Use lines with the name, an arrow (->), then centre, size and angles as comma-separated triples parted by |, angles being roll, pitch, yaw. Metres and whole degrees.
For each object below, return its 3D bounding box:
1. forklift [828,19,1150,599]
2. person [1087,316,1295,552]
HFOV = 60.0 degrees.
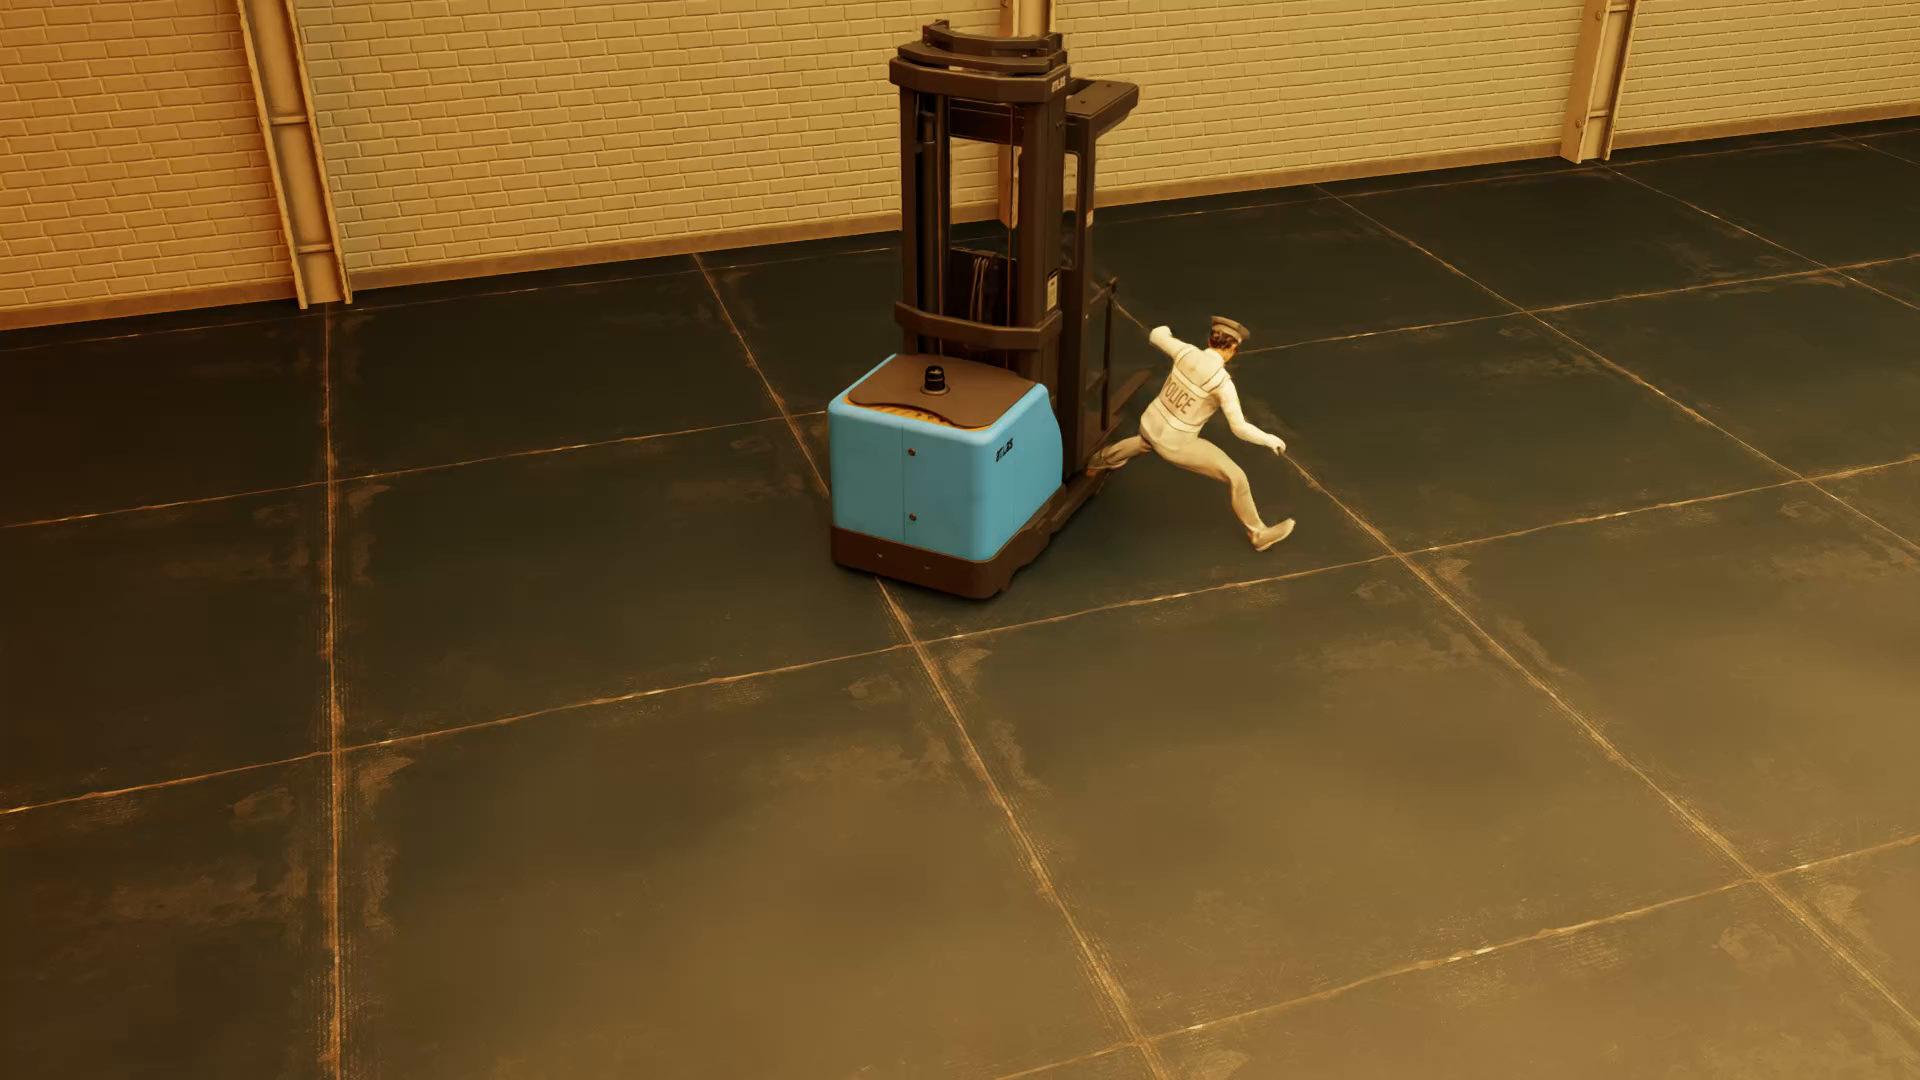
forklift -> 0.356, -1.651, 9.956 | 1.130, 2.935, 3.031 | 14, 33, 23
person -> 1.387, -0.719, 9.912 | 0.761, 1.372, 1.279 | -13, 32, -21
